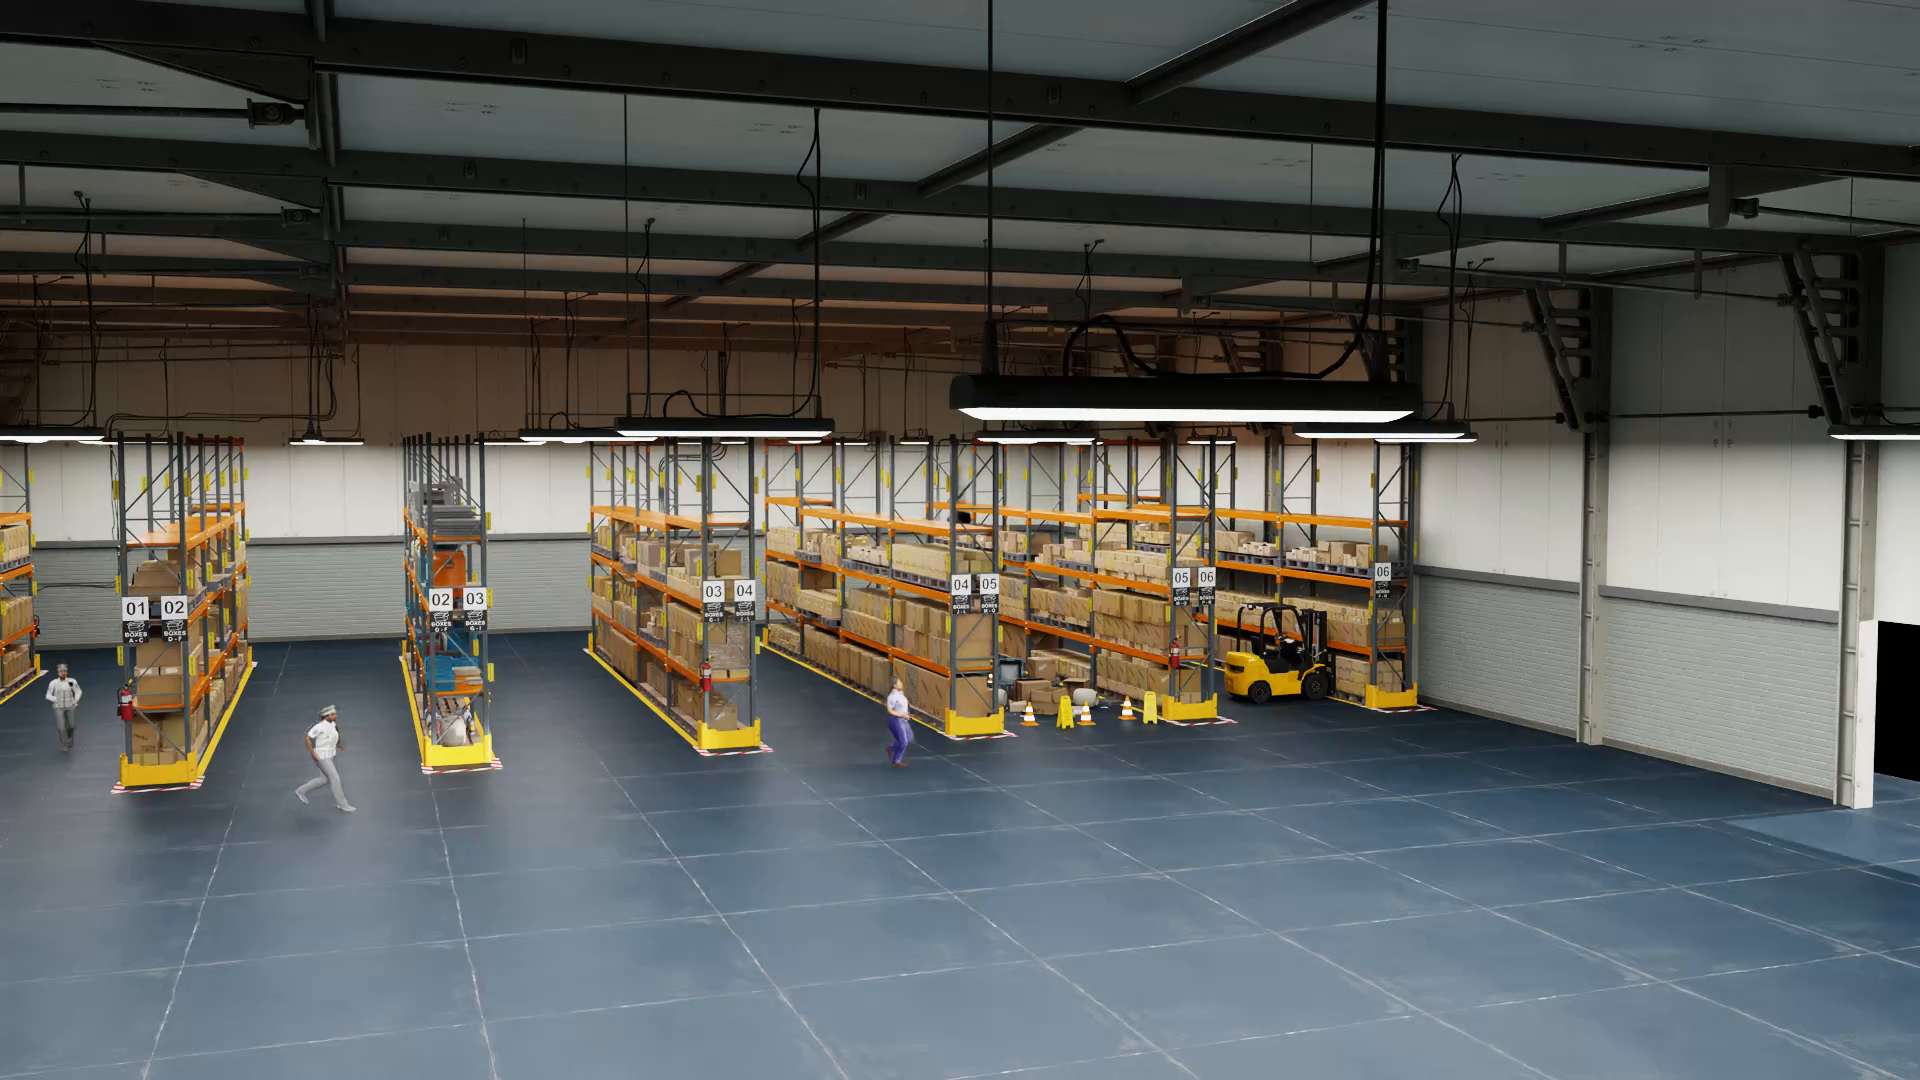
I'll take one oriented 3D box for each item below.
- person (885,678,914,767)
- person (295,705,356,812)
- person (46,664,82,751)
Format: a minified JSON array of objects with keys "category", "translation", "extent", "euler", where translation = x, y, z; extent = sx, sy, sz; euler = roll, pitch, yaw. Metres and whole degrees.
[{"category":"person","translation":[-1.092,3.267,29.849],"extent":[0.532,1.597,0.603],"euler":[1,3,17]},{"category":"person","translation":[-10.026,3.433,26.178],"extent":[0.974,1.694,0.600],"euler":[0,3,4]},{"category":"person","translation":[-16.837,3.154,31.281],"extent":[0.605,1.652,0.550],"euler":[-2,4,-33]}]
